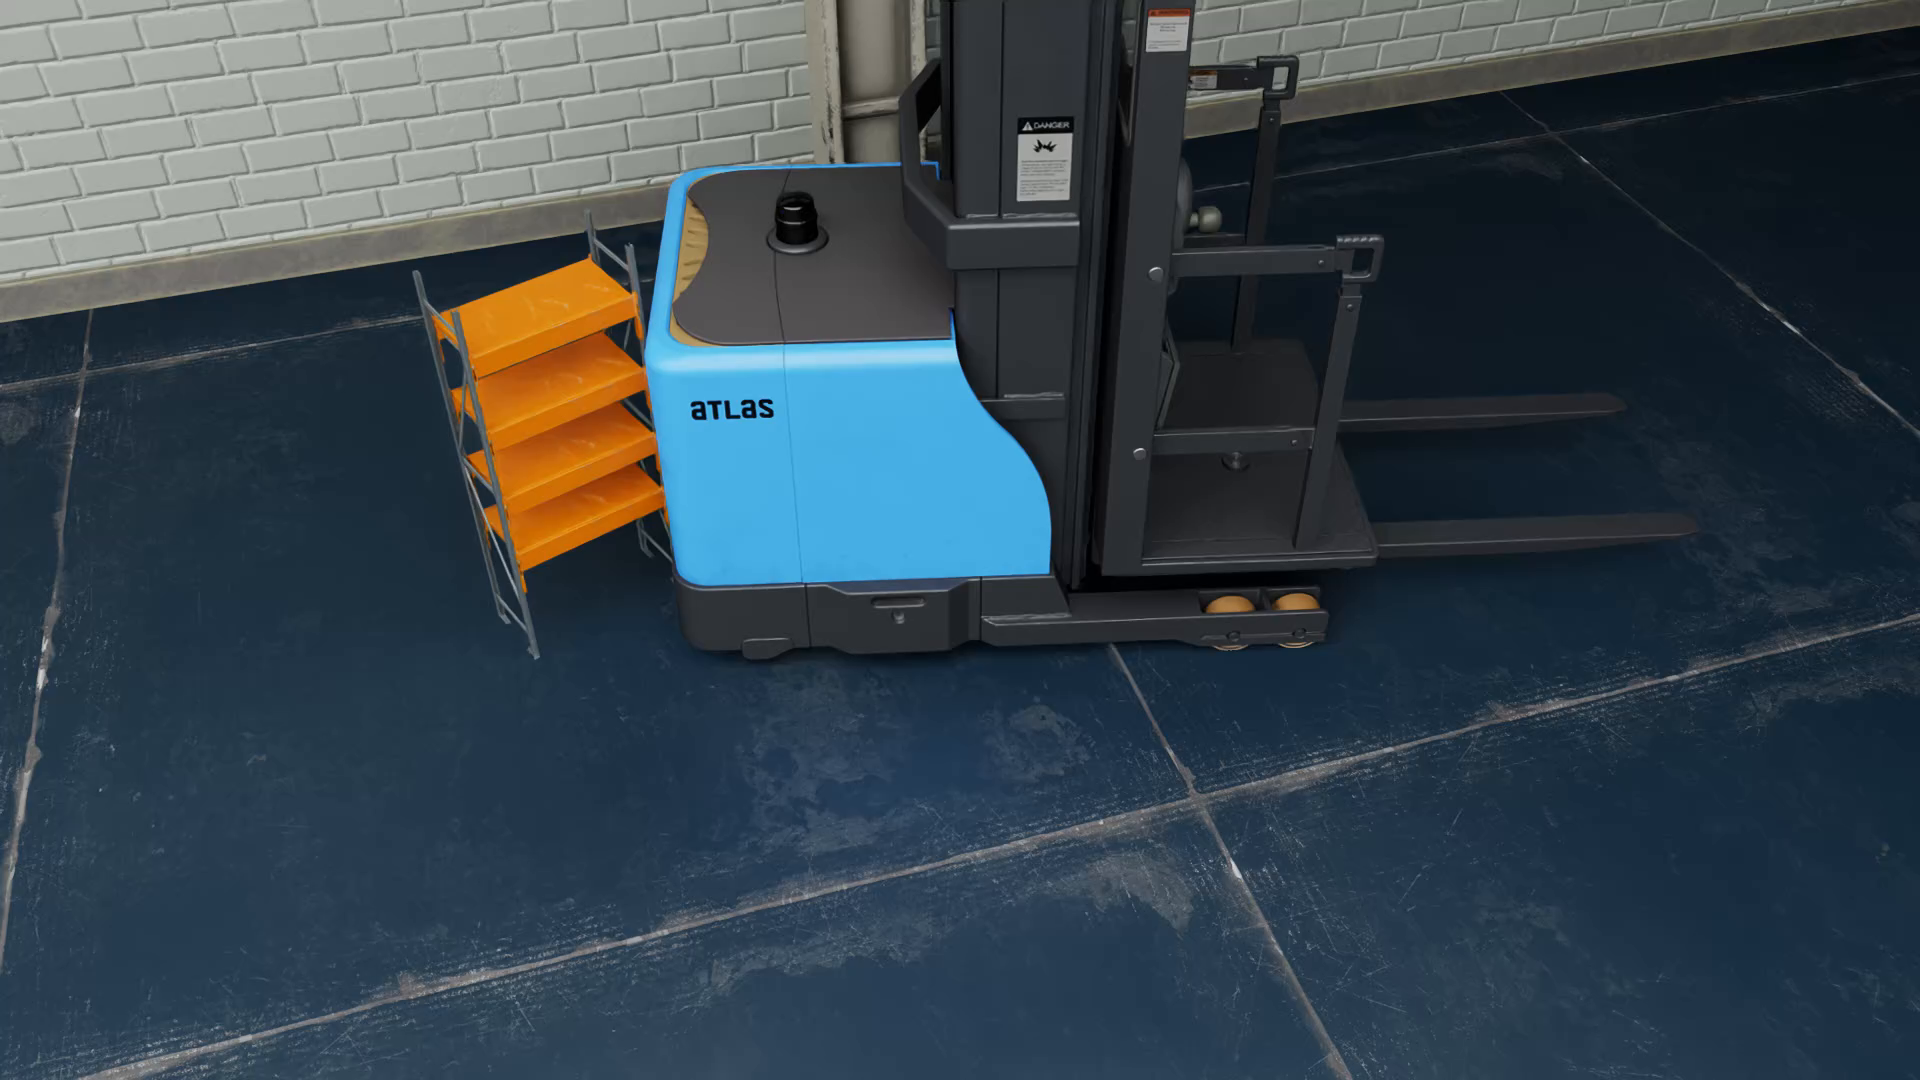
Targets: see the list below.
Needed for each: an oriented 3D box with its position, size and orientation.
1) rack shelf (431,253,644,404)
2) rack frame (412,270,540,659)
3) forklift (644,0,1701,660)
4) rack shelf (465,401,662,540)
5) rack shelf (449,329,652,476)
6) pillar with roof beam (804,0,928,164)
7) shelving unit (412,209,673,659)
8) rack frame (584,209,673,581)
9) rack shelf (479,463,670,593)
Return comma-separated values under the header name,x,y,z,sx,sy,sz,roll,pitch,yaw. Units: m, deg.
name,x,y,z,sx,sy,sz,roll,pitch,yaw
rack shelf,-1.115,-0.563,4.385,0.480,0.148,0.258,-28,48,-28
rack frame,-1.306,-0.167,4.530,0.015,1.200,0.240,-28,48,-28
forklift,0.675,-1.127,4.312,3.031,2.935,1.130,-2,41,-2
rack shelf,-1.115,-0.217,4.688,0.480,0.148,0.258,-28,48,-28
rack shelf,-1.115,-0.385,4.541,0.480,0.148,0.258,-28,48,-28
pillar with roof beam,0.931,-2.075,0.786,0.400,9.000,9.100,-12,42,-13
shelving unit,-1.115,-0.267,4.644,0.503,1.200,0.258,-28,48,-28
rack frame,-0.924,-0.367,4.758,0.015,1.200,0.240,-28,48,-28
rack shelf,-1.115,-0.067,4.819,0.480,0.148,0.258,-28,48,-28
